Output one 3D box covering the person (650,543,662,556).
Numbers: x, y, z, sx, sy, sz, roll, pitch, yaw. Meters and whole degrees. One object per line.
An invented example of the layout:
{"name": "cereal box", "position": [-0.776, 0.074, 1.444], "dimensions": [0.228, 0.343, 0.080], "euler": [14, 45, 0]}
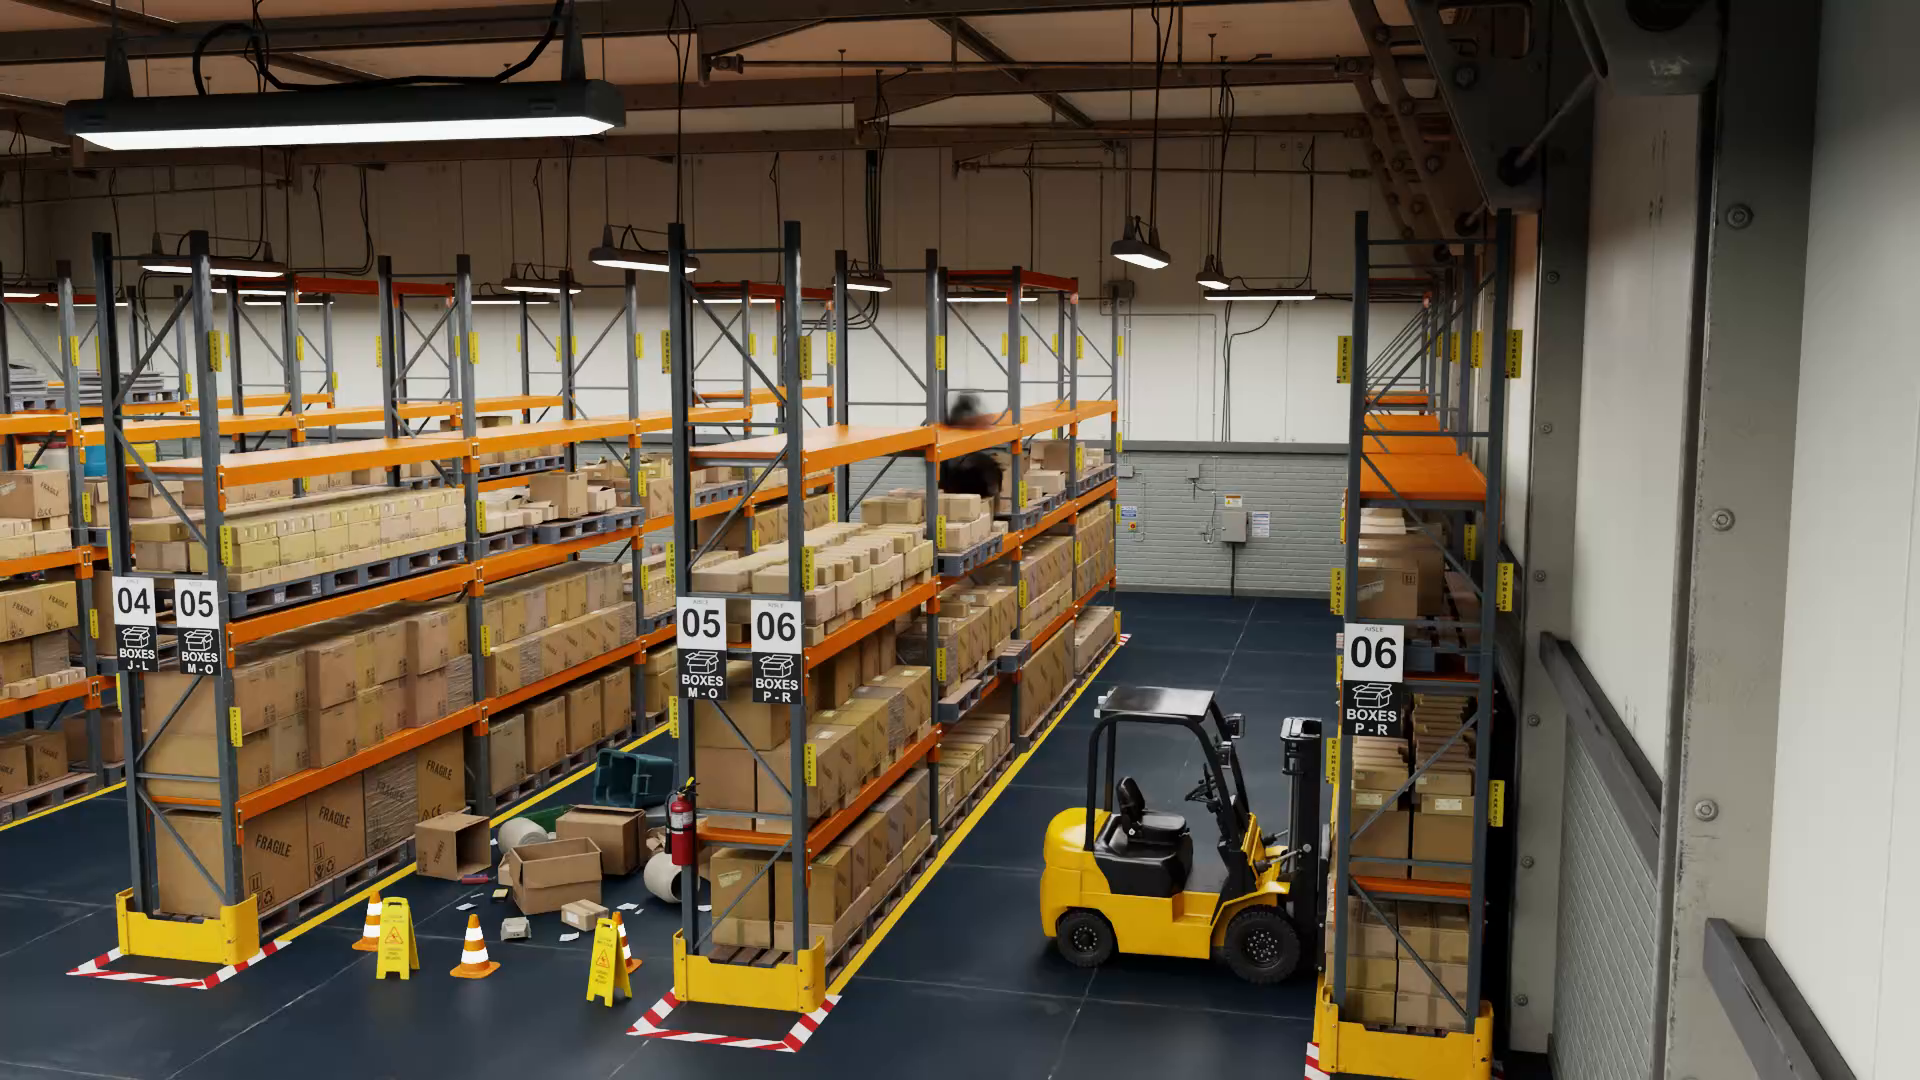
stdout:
{"name": "person", "position": [-4.931, 0.945, 27.397], "dimensions": [0.725, 1.819, 1.036], "euler": [2, 7, 18]}
